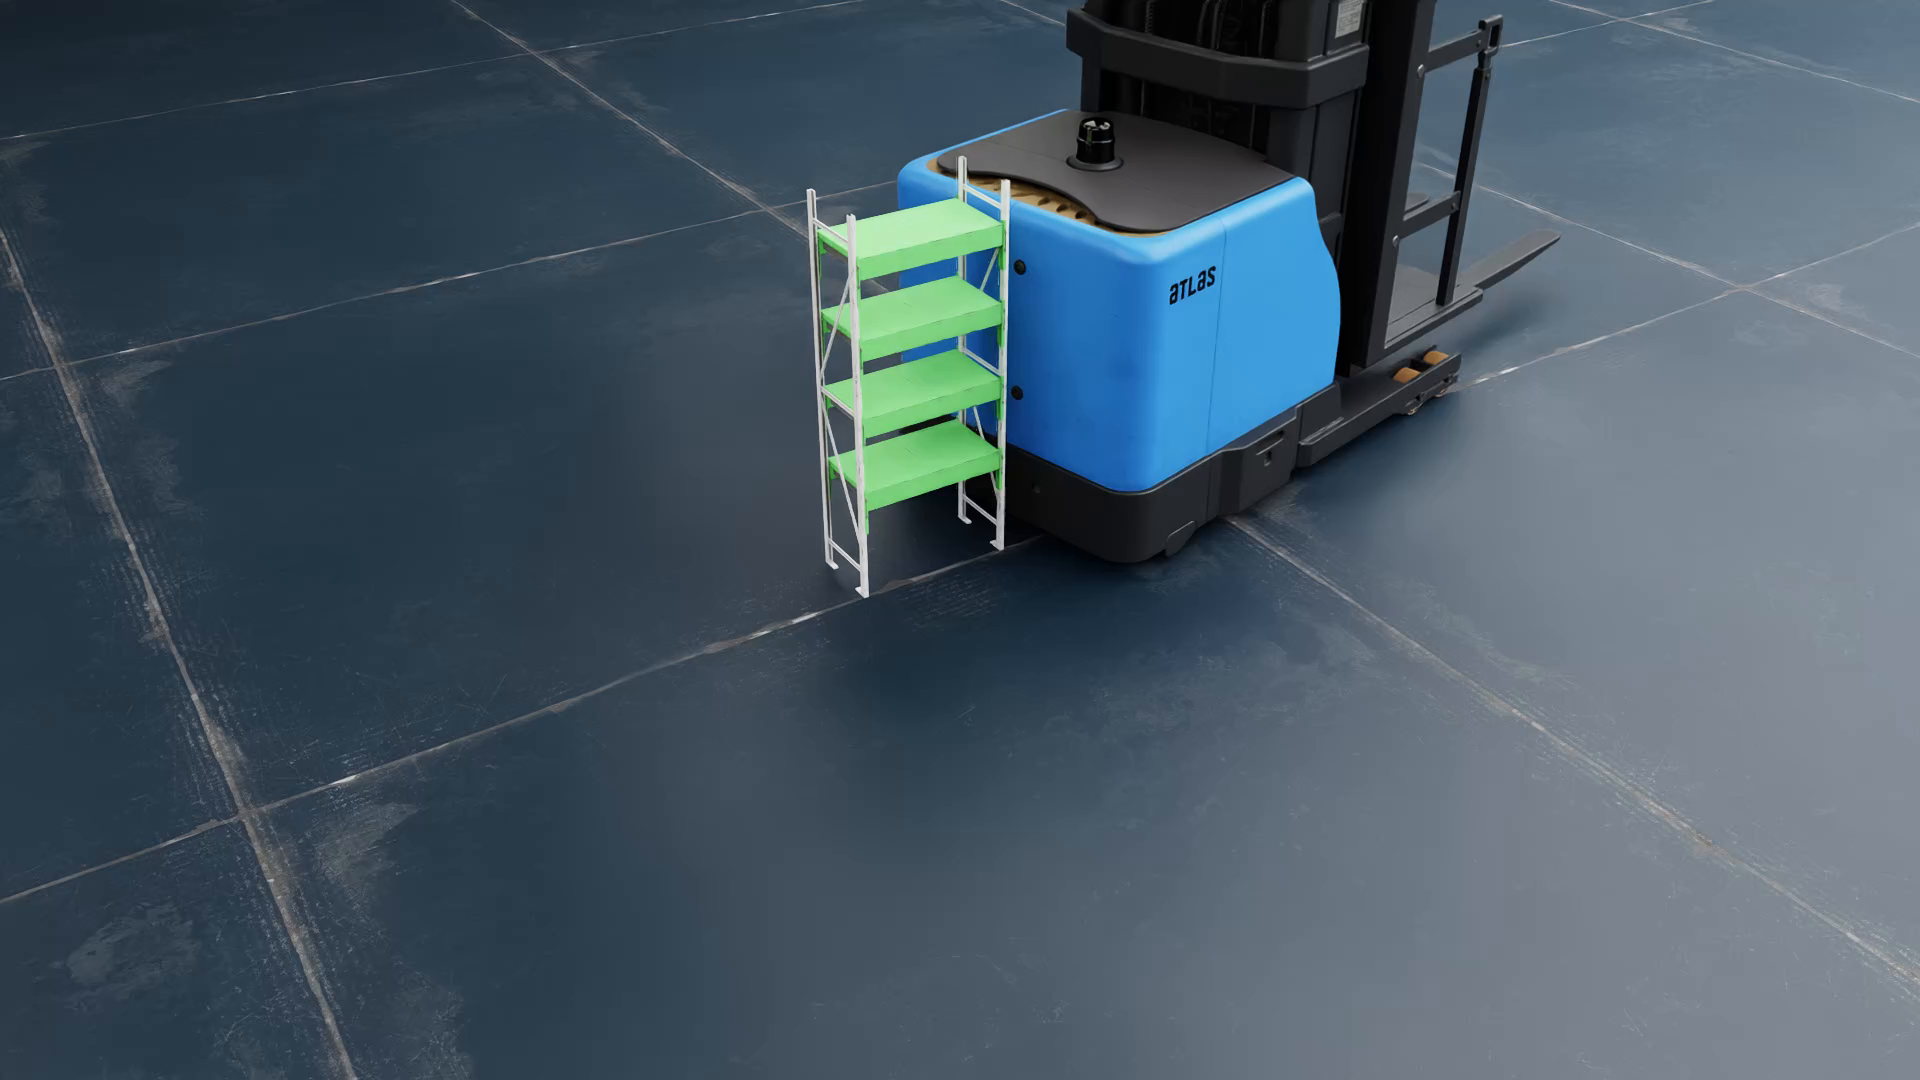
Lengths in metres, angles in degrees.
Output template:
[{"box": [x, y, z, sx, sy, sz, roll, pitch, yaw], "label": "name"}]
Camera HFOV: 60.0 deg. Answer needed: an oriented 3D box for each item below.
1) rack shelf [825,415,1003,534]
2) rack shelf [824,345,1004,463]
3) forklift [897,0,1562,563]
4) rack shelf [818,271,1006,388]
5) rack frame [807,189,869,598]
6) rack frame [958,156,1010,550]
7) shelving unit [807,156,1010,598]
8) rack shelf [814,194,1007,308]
[{"box": [-0.139, -0.203, 5.016, 0.480, 0.148, 0.258, -19, 37, -27], "label": "rack shelf"}, {"box": [-0.139, -0.406, 4.888, 0.480, 0.148, 0.258, -19, 37, -27], "label": "rack shelf"}, {"box": [1.181, -1.859, 5.450, 1.130, 2.935, 3.031, 27, 41, 36], "label": "forklift"}, {"box": [-0.139, -0.609, 4.760, 0.480, 0.148, 0.258, -19, 37, -27], "label": "rack shelf"}, {"box": [-0.344, -0.389, 4.742, 0.015, 1.200, 0.240, -19, 37, -27], "label": "rack frame"}, {"box": [0.066, -0.530, 4.966, 0.015, 1.200, 0.240, -19, 37, -27], "label": "rack frame"}, {"box": [-0.139, -0.460, 4.854, 0.503, 1.200, 0.258, -19, 37, -27], "label": "shelving unit"}, {"box": [-0.139, -0.812, 4.632, 0.480, 0.148, 0.258, -19, 37, -27], "label": "rack shelf"}]
